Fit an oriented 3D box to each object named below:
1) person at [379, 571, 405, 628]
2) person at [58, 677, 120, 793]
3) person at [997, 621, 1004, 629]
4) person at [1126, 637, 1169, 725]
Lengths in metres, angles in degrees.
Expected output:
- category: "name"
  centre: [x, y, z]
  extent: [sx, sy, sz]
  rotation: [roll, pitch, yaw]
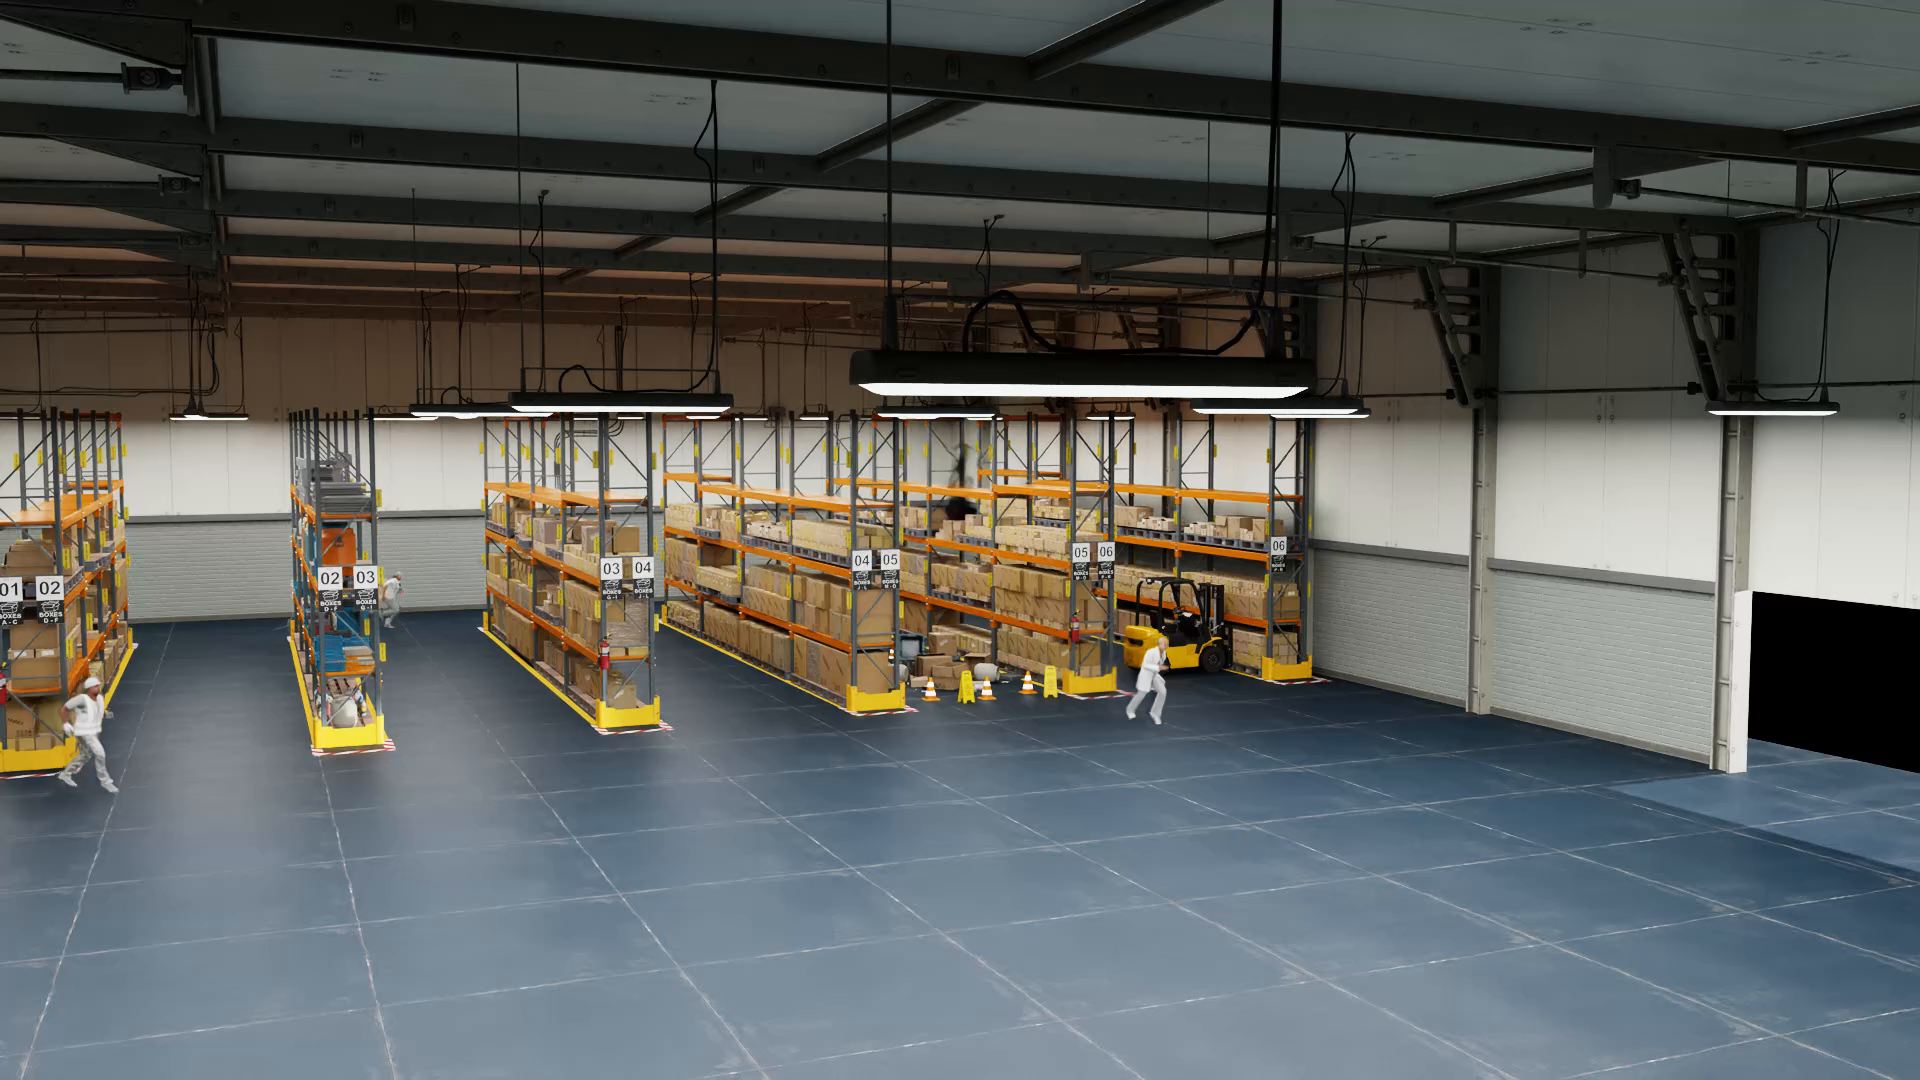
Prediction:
- category: "person"
  centre: [-15.961, 1.674, 46.744]
  extent: [0.684, 1.596, 0.595]
  rotation: [-1, 4, -11]
- category: "person"
  centre: [-13.540, 3.029, 25.789]
  extent: [0.984, 1.816, 0.712]
  rotation: [0, 4, 5]
- category: "person"
  centre: [1.044, 1.862, 43.330]
  extent: [0.572, 1.695, 0.688]
  rotation: [-2, 4, -22]
- category: "person"
  centre: [3.609, 2.689, 31.814]
  extent: [0.752, 1.730, 1.073]
  rotation: [-4, 6, -44]
